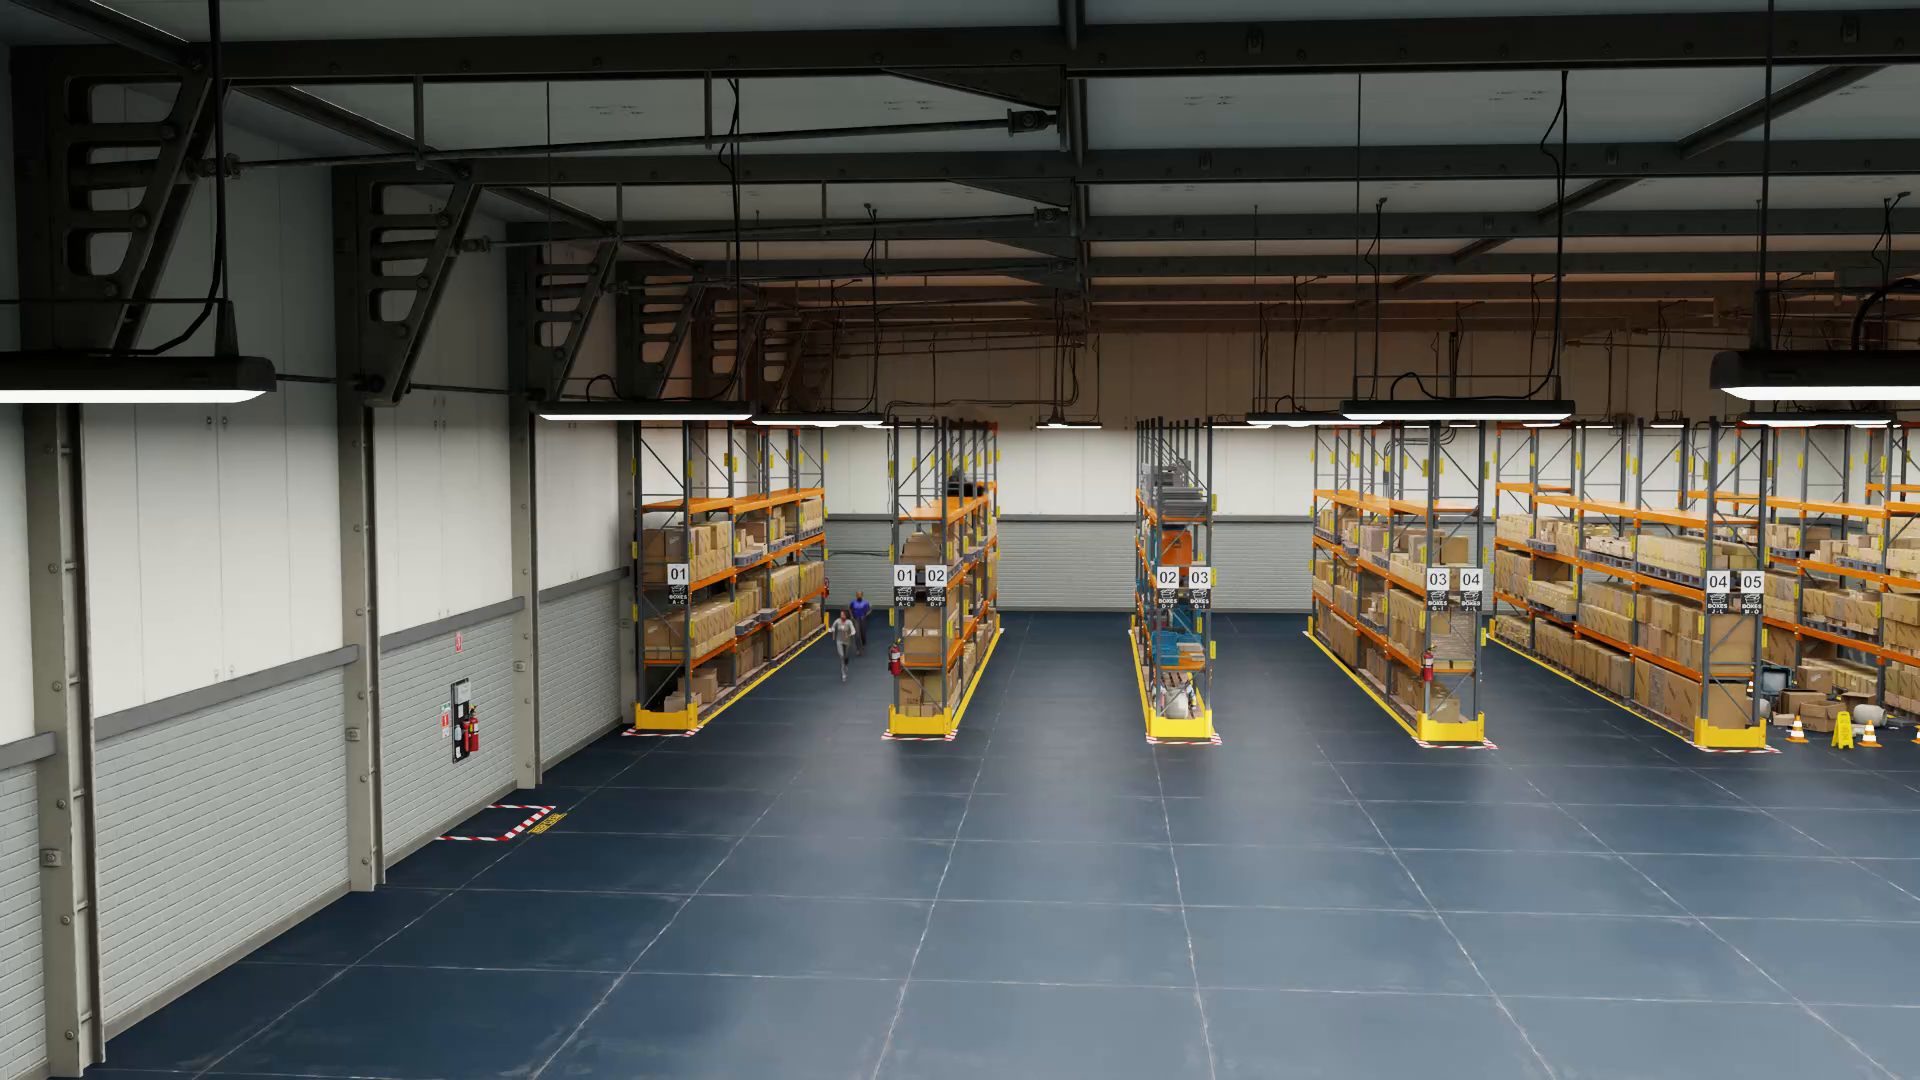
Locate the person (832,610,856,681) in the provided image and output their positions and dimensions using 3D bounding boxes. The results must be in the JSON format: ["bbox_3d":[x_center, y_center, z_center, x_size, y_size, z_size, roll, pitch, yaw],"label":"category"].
[{"bbox_3d":[-2.693,2.410,38.557,0.557,1.598,0.930,0,4,-1],"label":"person"}]

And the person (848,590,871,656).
[{"bbox_3d":[-2.587,2.117,42.786,0.585,1.650,0.705,0,4,1],"label":"person"}]

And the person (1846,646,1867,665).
[{"bbox_3d":[21.281,2.293,39.445,0.596,1.740,0.720,0,4,2],"label":"person"}]

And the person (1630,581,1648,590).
[{"bbox_3d":[19.248,1.741,47.315,0.885,1.821,0.734,1,4,14],"label":"person"}]
